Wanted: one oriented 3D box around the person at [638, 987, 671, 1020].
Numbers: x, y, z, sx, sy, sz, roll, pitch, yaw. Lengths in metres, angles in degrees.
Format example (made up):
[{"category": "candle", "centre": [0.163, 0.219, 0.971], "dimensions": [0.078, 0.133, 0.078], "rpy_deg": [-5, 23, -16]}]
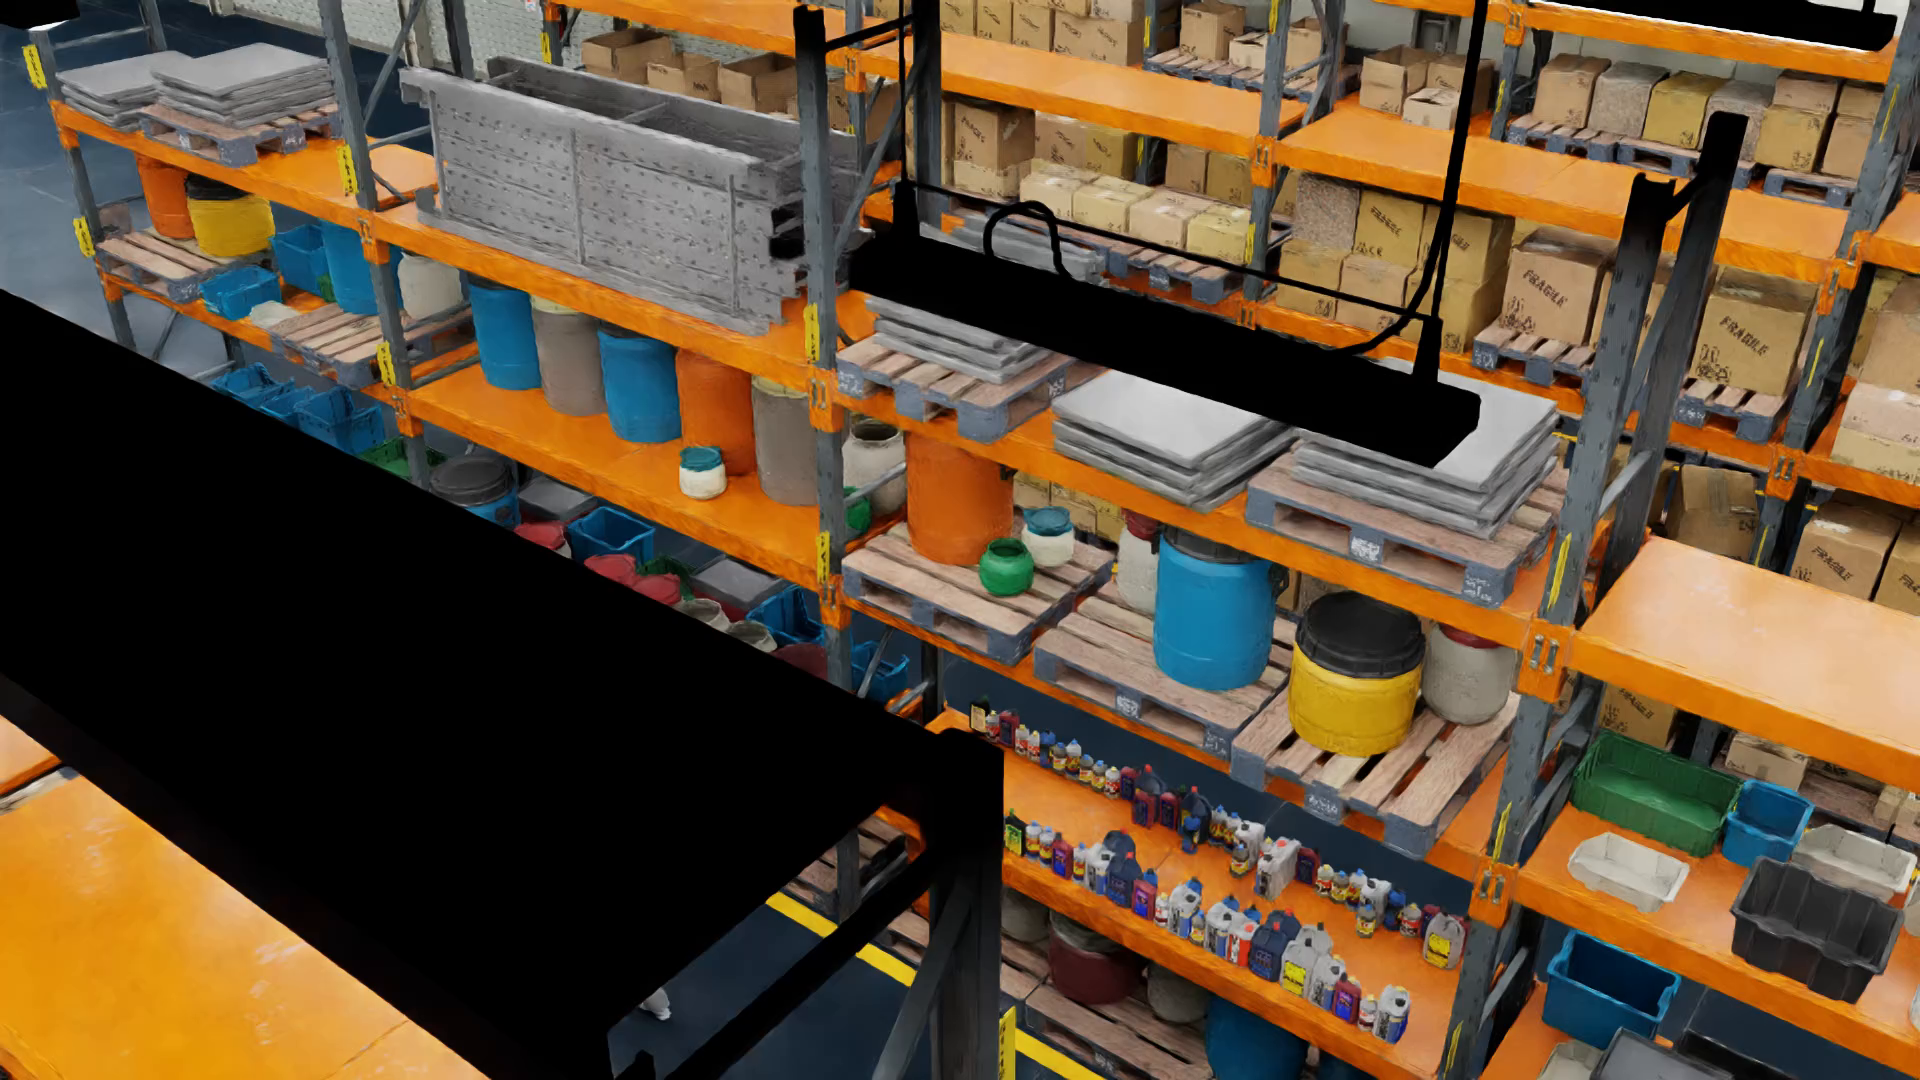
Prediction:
[{"category": "person", "centre": [-2.272, 2.204, 10.105], "dimensions": [1.016, 1.603, 0.444], "rpy_deg": [16, 35, 25]}]
